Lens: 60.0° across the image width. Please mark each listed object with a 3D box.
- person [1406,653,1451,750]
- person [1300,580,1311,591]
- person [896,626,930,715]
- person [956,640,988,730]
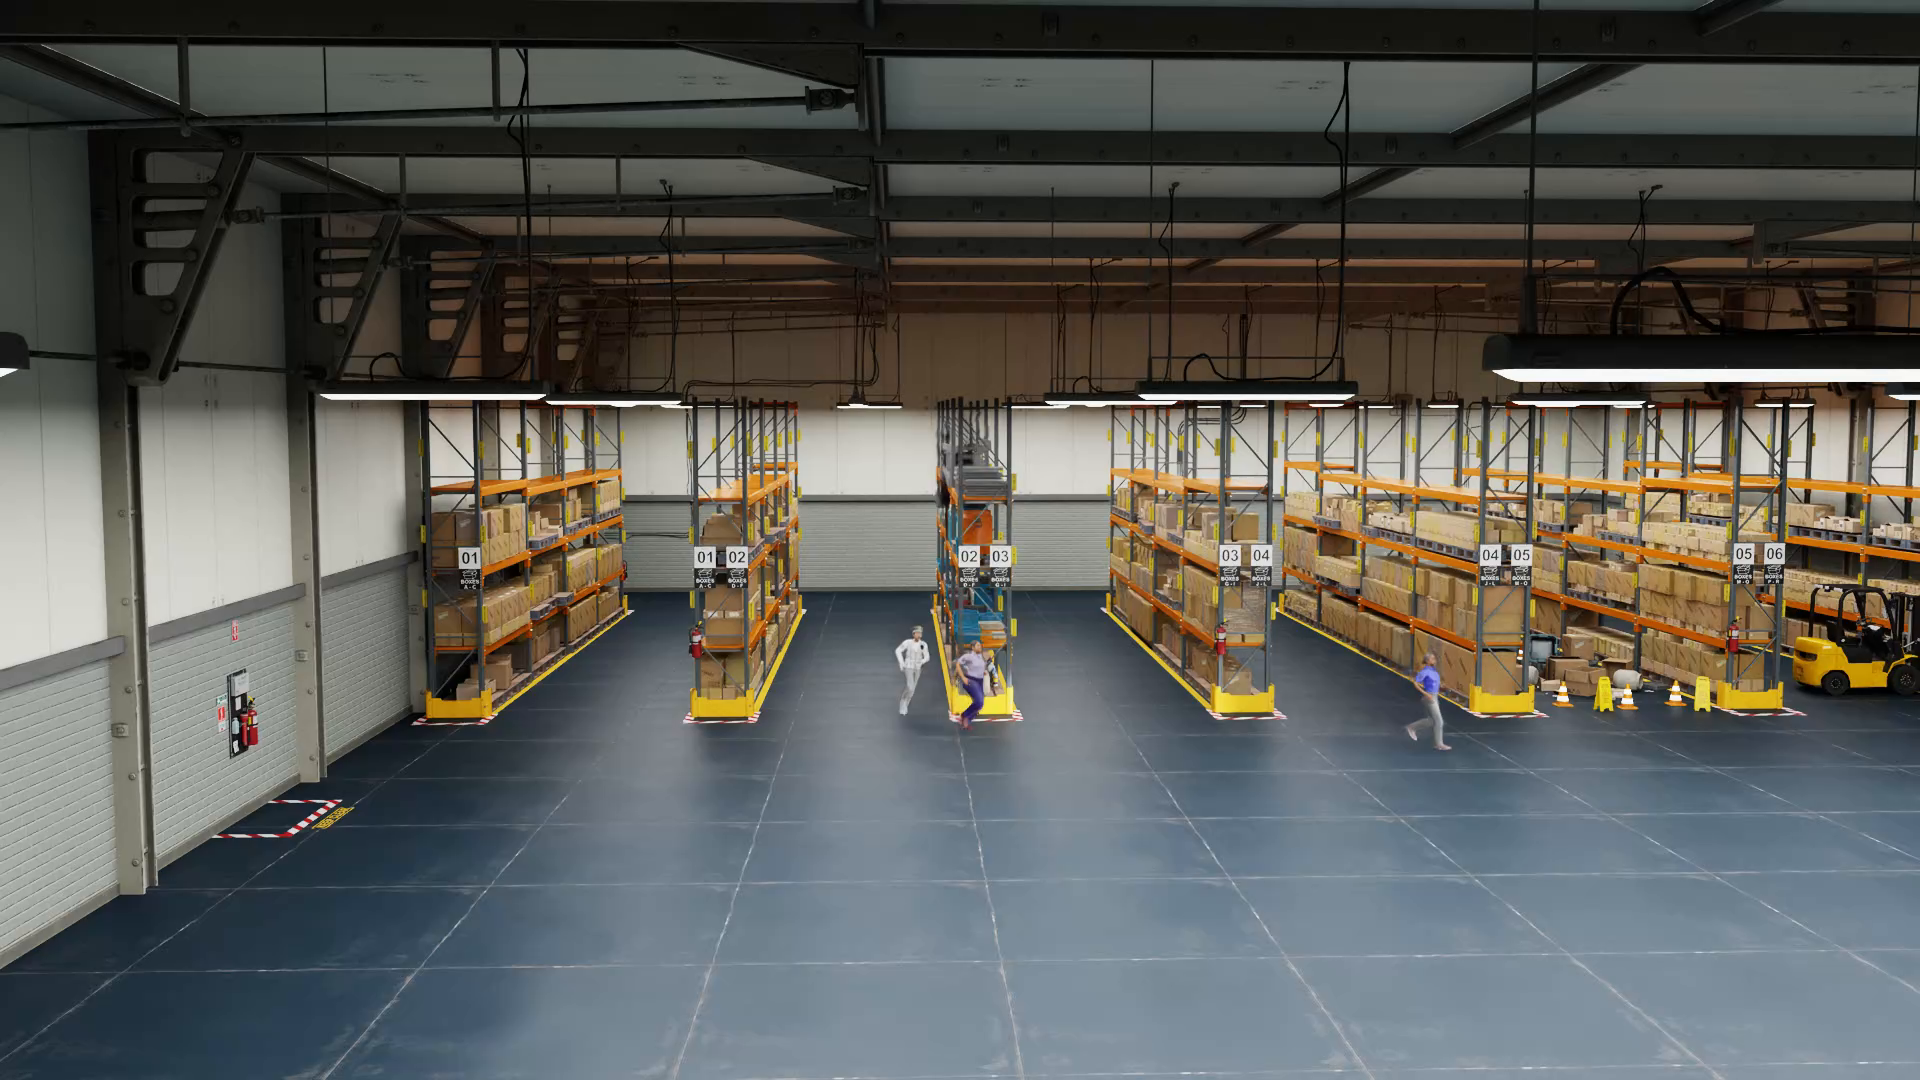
[{"bbox_3d":[7.966,2.725,28.254,0.815,1.622,0.588,3,5,35],"label":"person"},{"bbox_3d":[10.283,1.105,48.865,0.689,1.759,0.673,-1,5,-12],"label":"person"},{"bbox_3d":[-0.880,2.467,31.532,0.610,1.686,0.617,-2,5,-21],"label":"person"},{"bbox_3d":[0.278,2.611,30.003,0.533,1.596,0.637,2,5,29],"label":"person"}]
